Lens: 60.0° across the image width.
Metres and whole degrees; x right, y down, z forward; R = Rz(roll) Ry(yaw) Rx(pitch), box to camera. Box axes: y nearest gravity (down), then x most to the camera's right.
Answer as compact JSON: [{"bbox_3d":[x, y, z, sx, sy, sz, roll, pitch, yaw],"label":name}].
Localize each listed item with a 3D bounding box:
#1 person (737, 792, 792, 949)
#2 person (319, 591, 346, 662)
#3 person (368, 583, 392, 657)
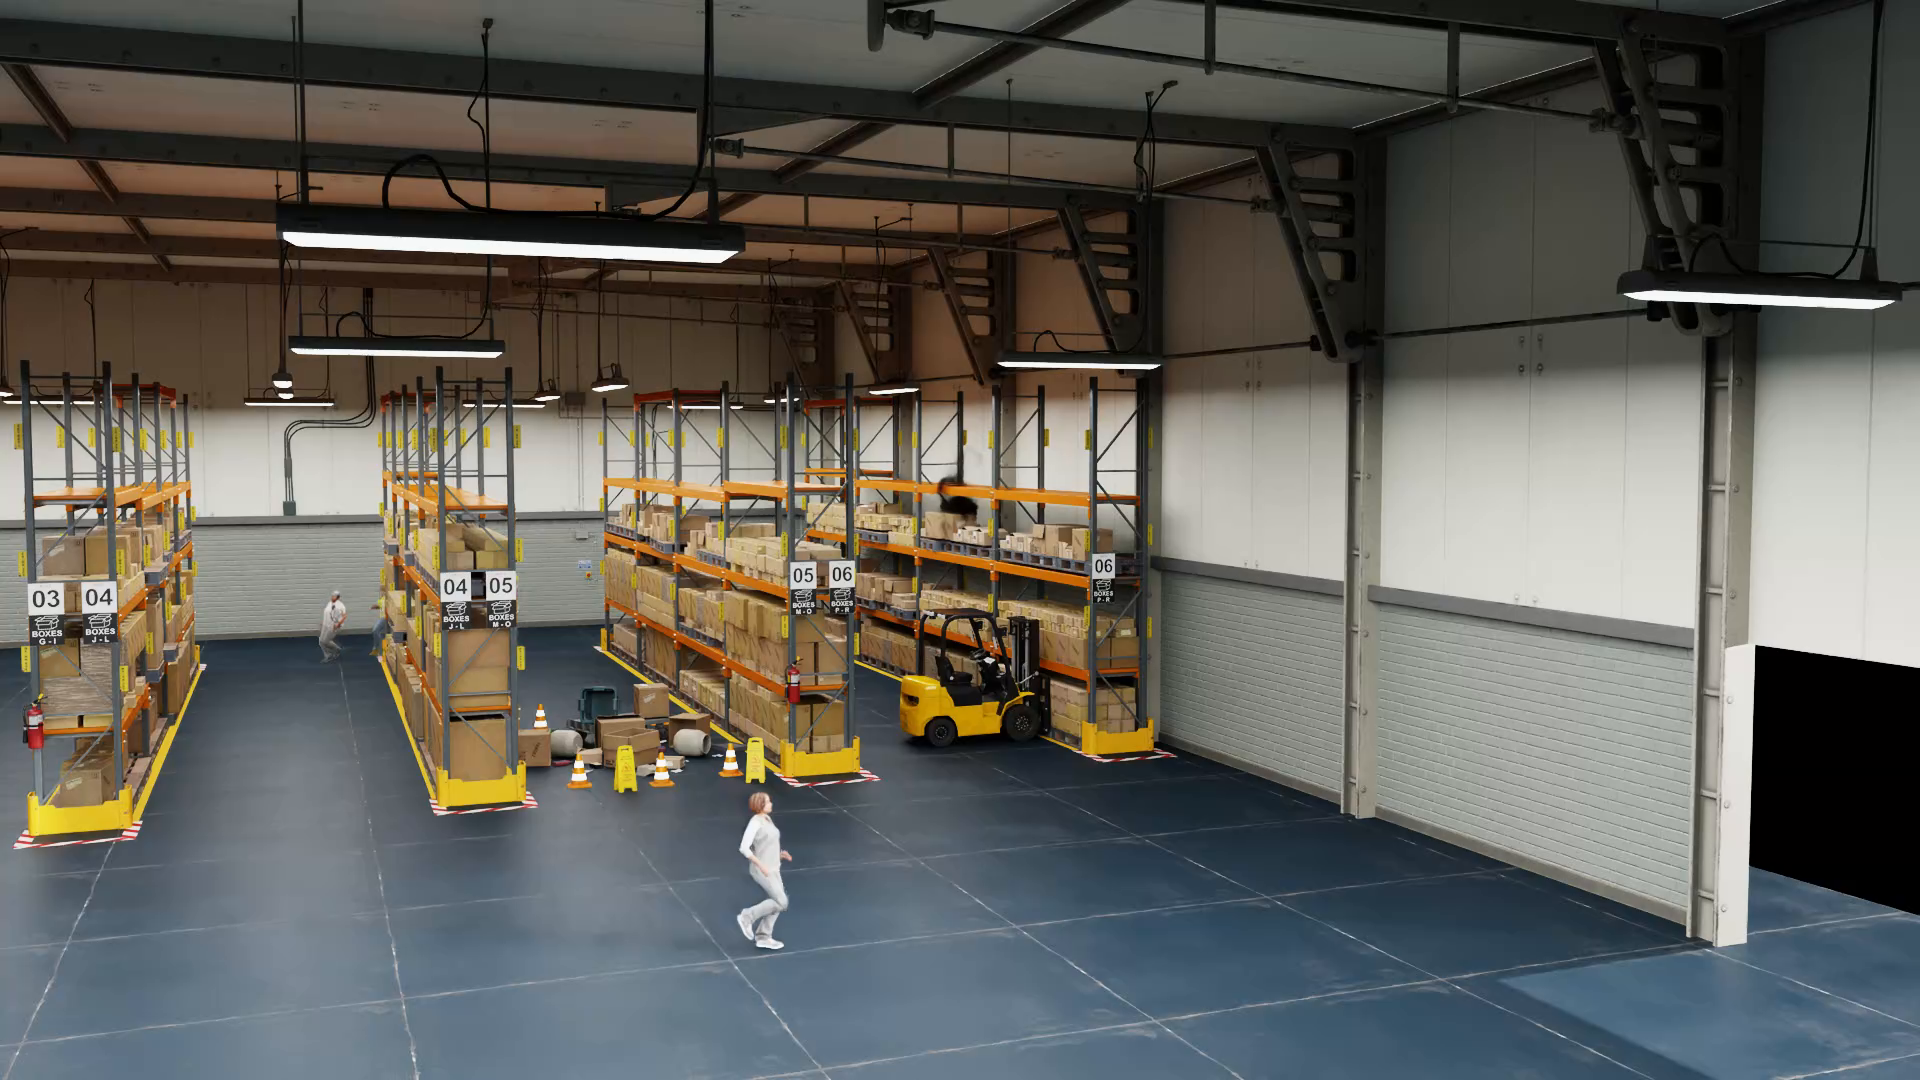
[{"bbox_3d":[-1.900,3.245,16.327,0.474,1.552,0.507,1,3,10],"label":"person"},{"bbox_3d":[-14.191,1.961,37.514,0.660,1.602,0.504,2,4,36],"label":"person"},{"bbox_3d":[-13.323,1.802,38.634,0.868,1.783,0.745,-2,4,-28],"label":"person"}]
